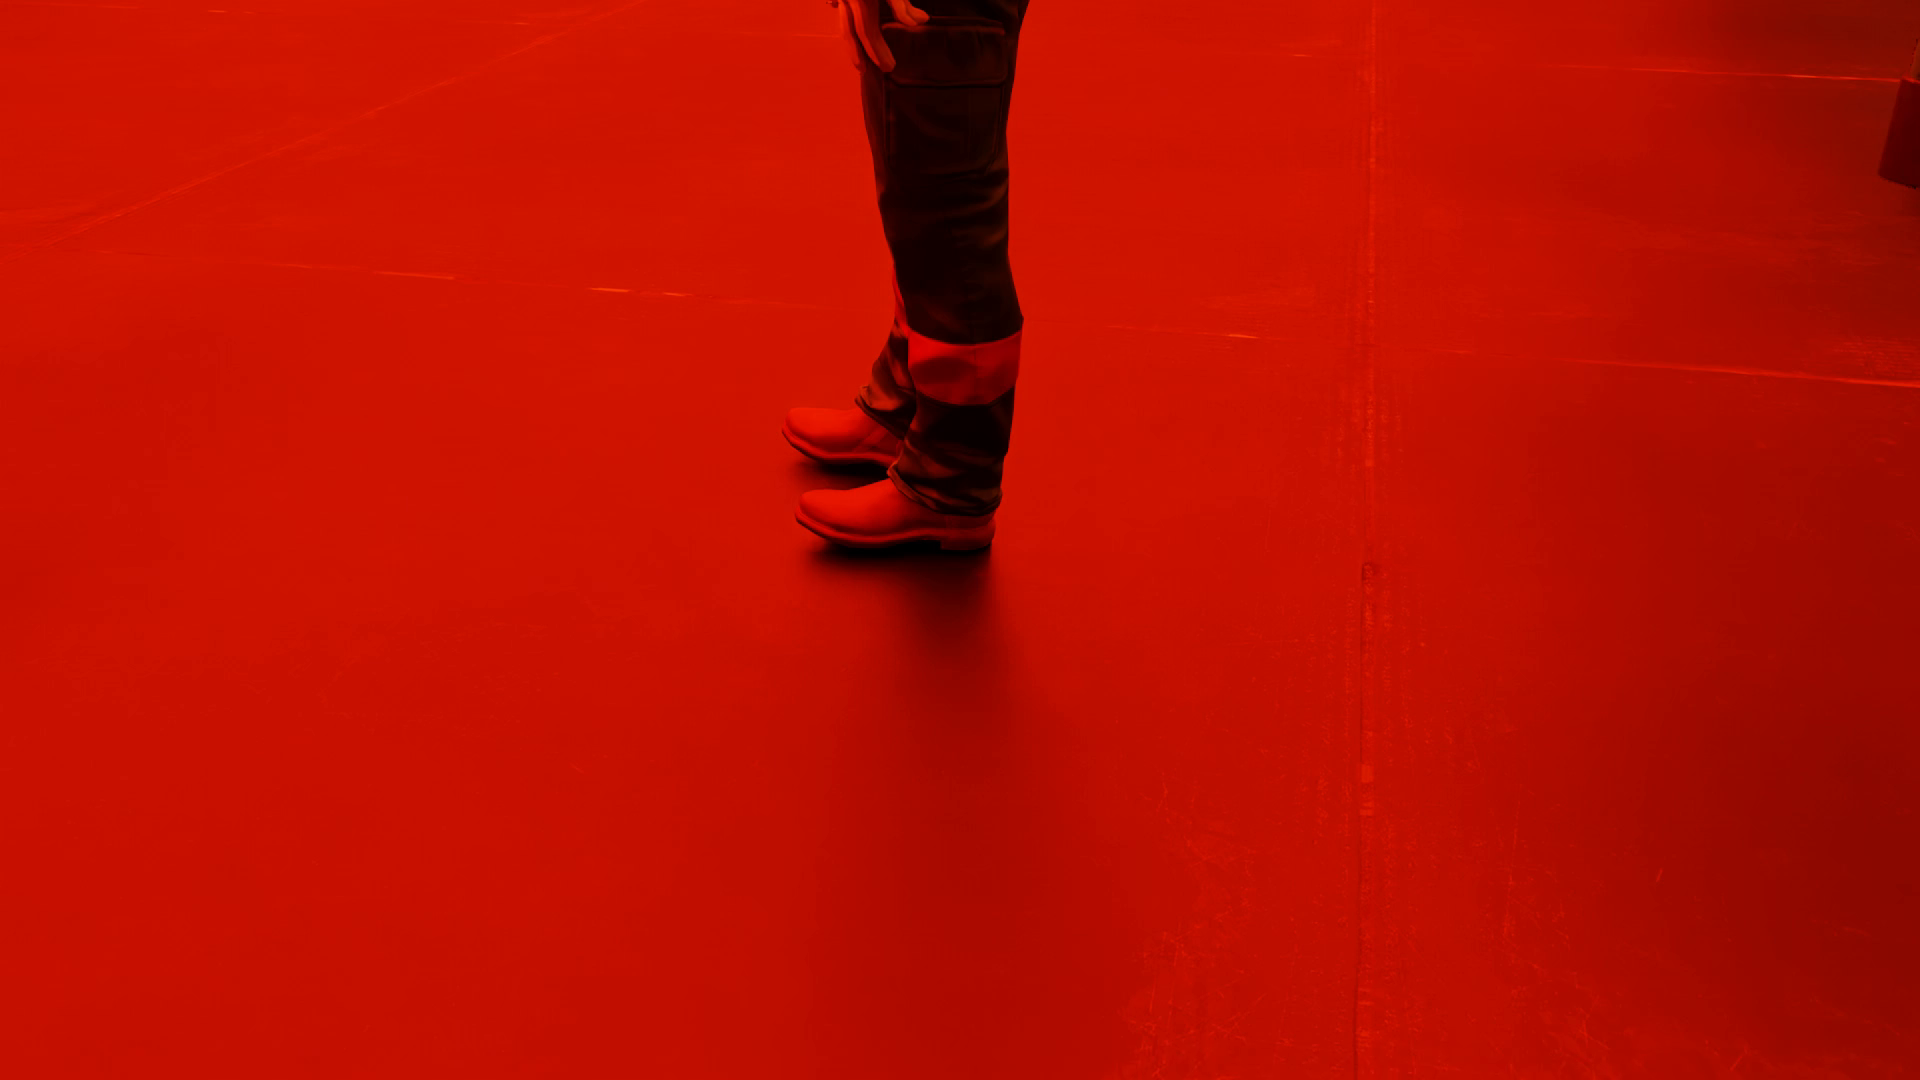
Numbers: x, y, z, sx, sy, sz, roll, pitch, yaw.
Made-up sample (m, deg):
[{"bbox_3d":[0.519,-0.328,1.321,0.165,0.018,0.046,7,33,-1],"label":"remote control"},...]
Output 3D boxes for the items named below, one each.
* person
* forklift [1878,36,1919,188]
[{"bbox_3d":[-0.076,-0.819,2.120,0.562,1.790,0.637,6,27,11],"label":"person"},{"bbox_3d":[3.827,-2.278,3.762,3.031,2.935,1.130,-14,30,-25],"label":"forklift"}]
